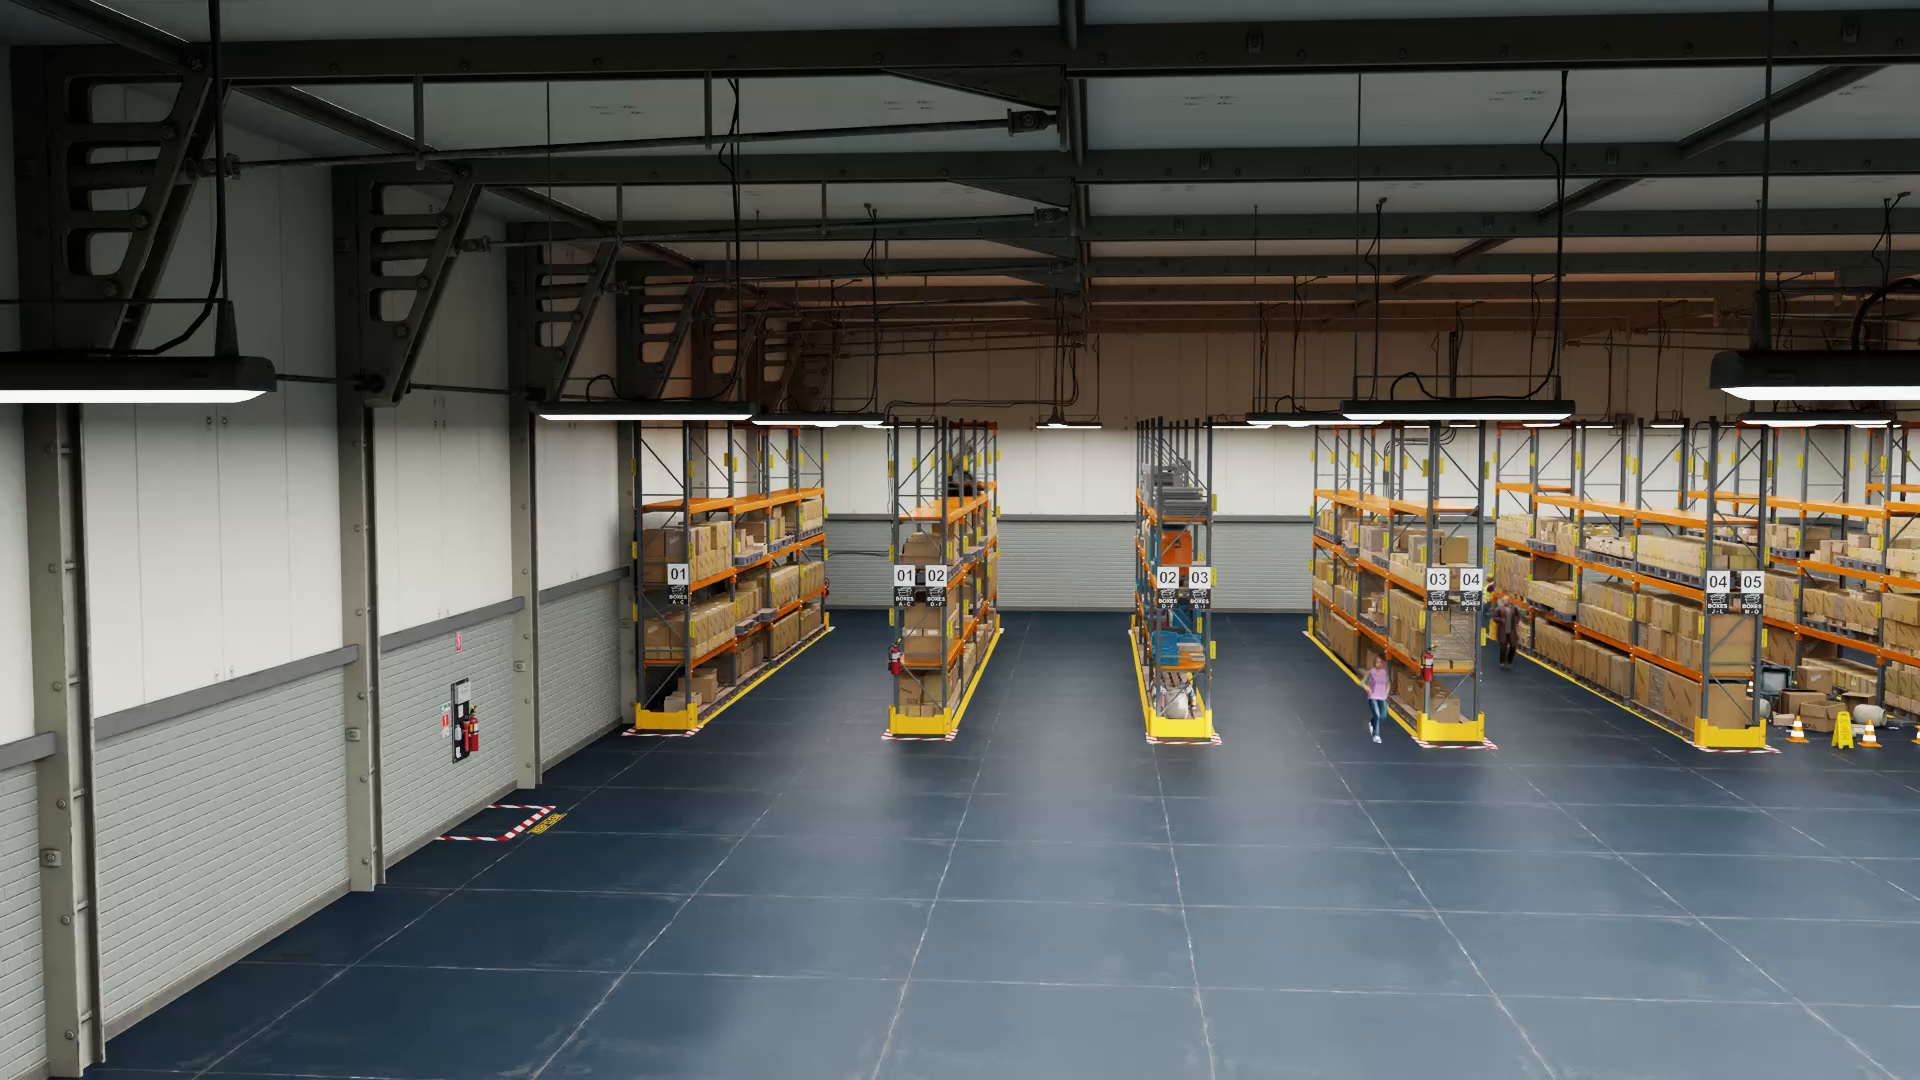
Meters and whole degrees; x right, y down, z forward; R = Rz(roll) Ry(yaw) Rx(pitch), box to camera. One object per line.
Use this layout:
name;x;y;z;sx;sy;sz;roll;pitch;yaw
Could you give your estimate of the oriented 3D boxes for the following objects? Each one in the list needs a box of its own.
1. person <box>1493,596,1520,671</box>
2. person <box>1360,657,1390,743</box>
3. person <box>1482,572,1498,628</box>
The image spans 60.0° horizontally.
person;13.125;2.243;39.877;0.688;1.813;0.752;0;4;6
person;7.707;2.947;30.806;0.581;1.578;0.579;0;4;-5
person;15.072;1.762;47.583;0.816;1.705;0.777;1;4;16
